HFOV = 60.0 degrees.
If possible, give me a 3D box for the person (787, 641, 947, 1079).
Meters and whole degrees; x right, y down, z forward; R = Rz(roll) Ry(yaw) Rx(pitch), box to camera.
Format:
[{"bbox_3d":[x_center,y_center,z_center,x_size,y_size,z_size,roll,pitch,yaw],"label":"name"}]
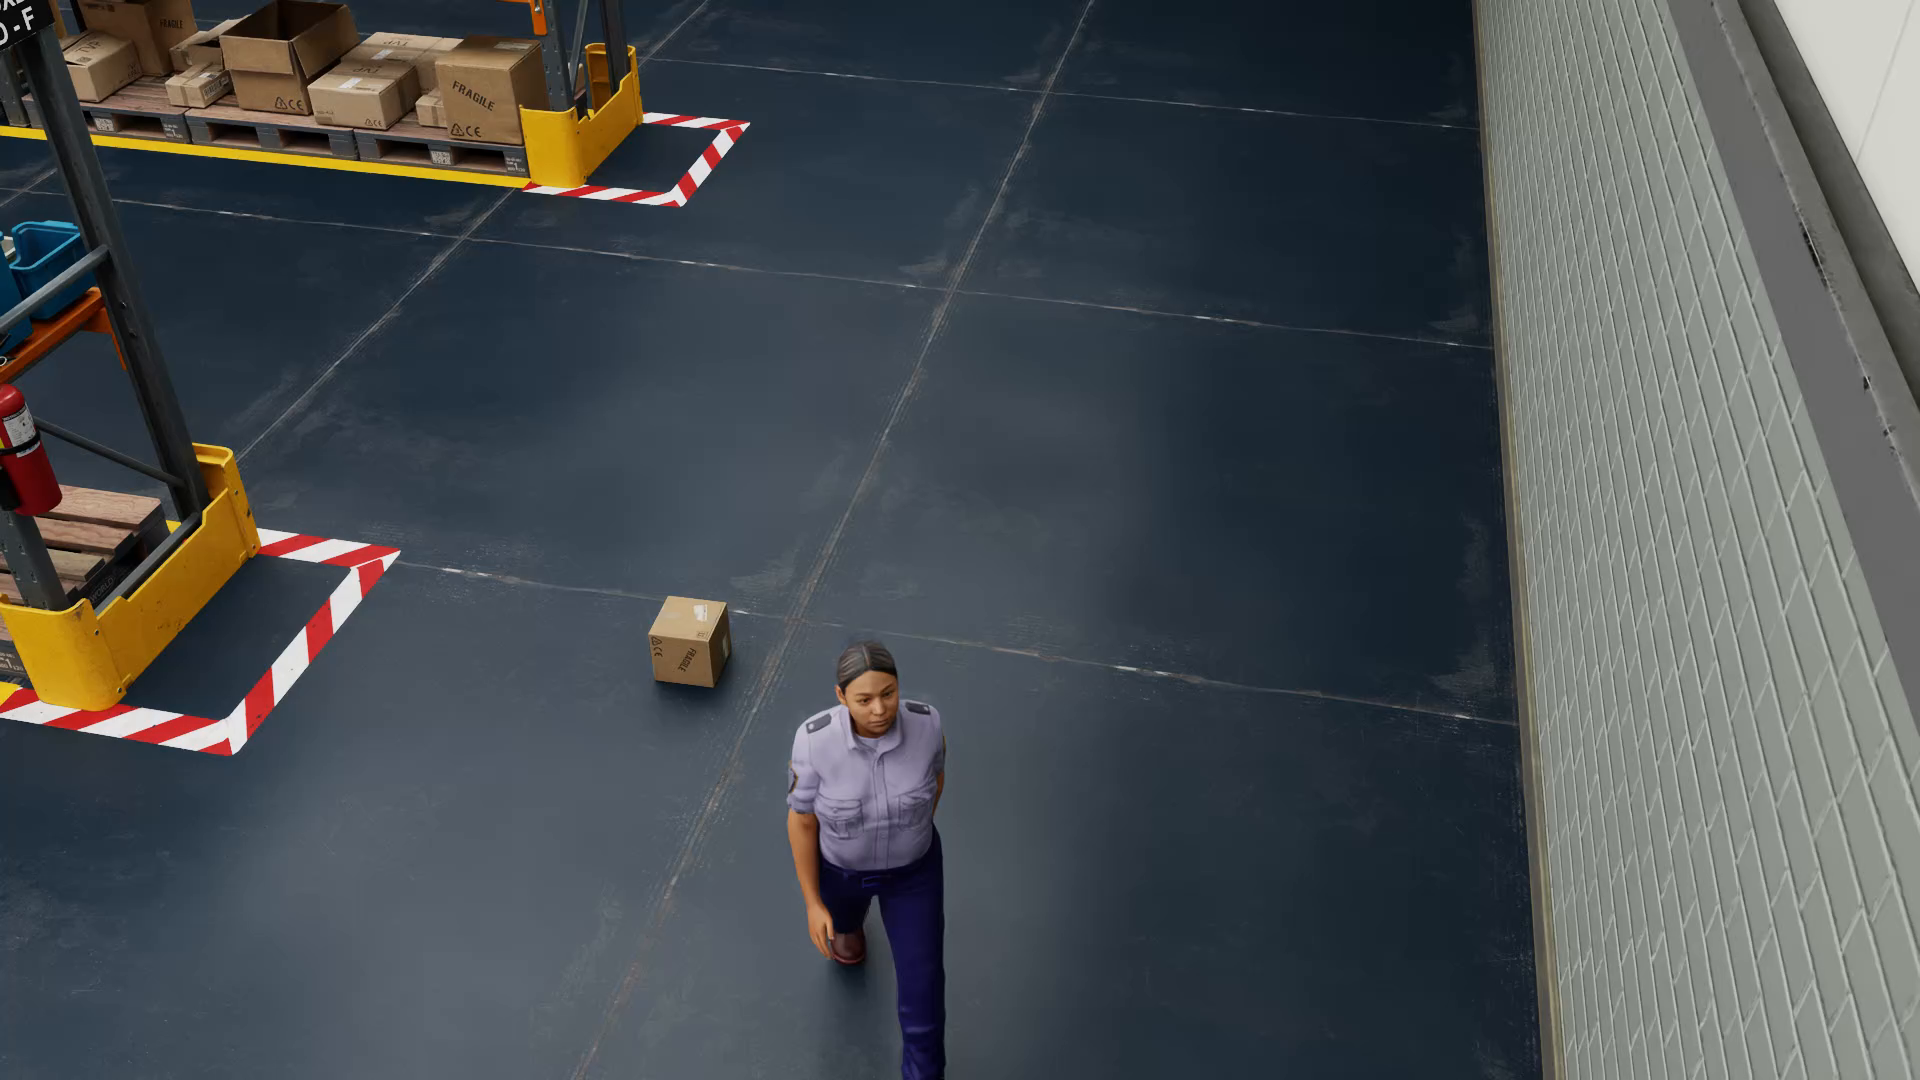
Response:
[{"bbox_3d":[-0.262,0.949,4.900,0.467,1.588,1.021,-4,37,-6],"label":"person"}]
